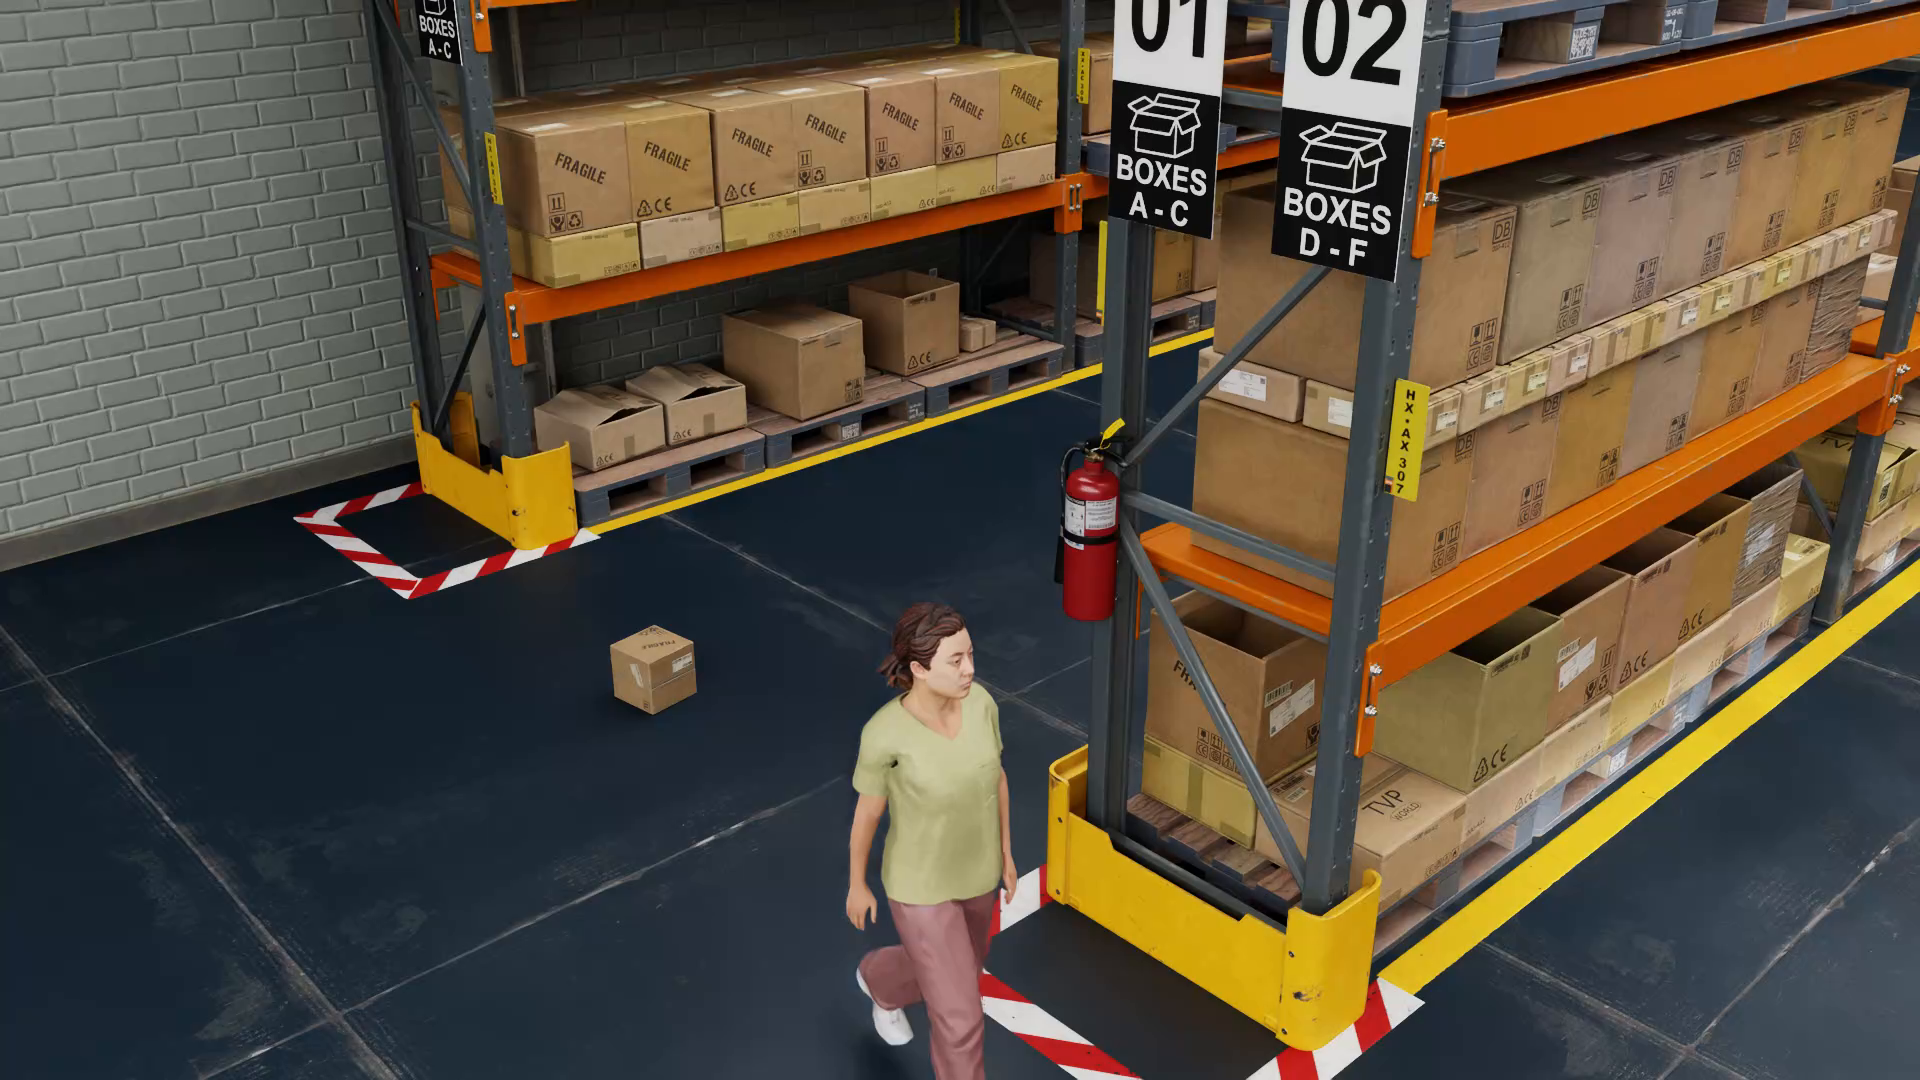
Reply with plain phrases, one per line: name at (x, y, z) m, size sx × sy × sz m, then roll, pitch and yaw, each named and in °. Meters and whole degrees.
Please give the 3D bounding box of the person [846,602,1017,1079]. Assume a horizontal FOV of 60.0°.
person at (-0.056, 0.918, 4.583) m, size 0.473 × 1.634 × 0.942 m, roll -17°, pitch 30°, yaw -33°
